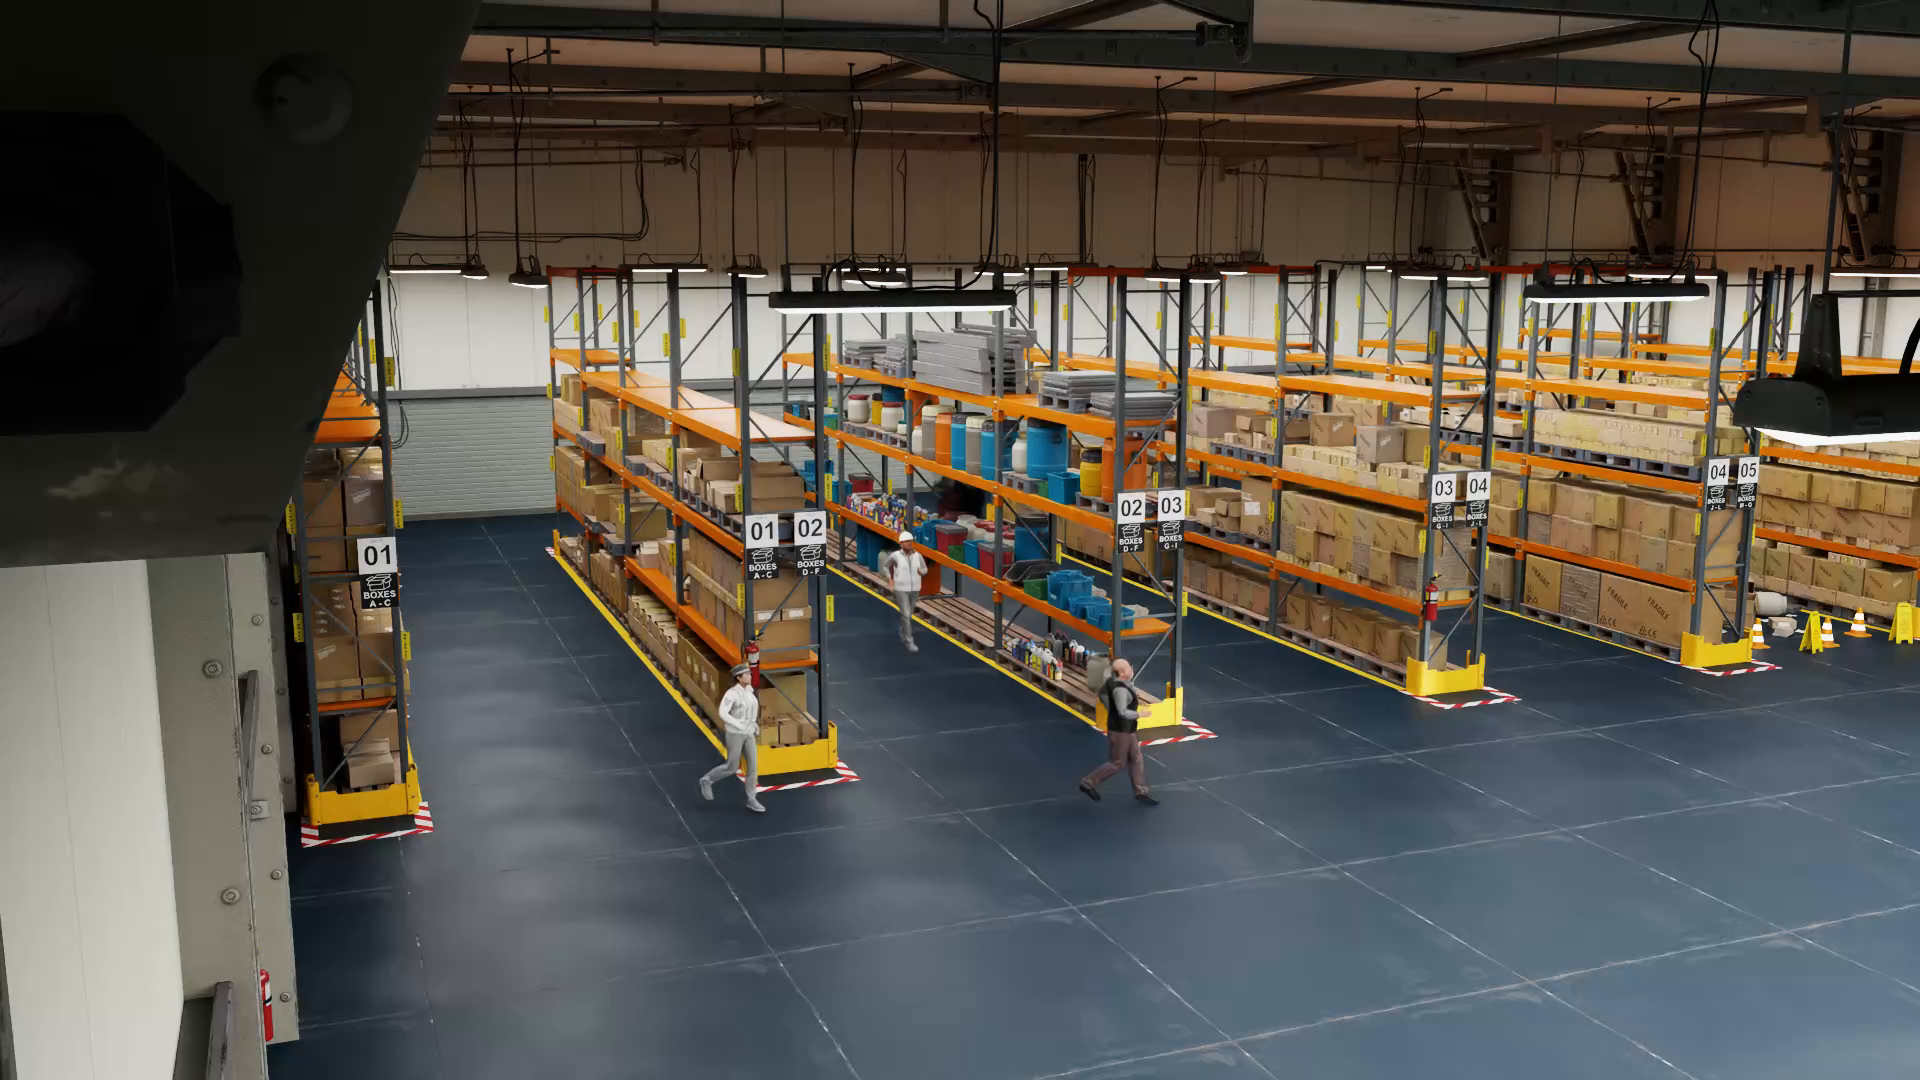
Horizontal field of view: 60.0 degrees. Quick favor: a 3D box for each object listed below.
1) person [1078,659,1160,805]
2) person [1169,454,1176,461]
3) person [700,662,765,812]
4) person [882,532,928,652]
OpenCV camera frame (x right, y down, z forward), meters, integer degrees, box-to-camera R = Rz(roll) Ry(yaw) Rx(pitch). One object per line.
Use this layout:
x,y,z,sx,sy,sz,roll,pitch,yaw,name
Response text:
1.835,2.206,19.018,0.953,1.738,0.670,0,10,1,person
5.398,-1.631,41.319,0.530,1.635,0.640,-6,12,-31,person
-2.504,2.219,19.112,0.893,1.651,0.674,6,12,31,person
-0.796,0.773,25.342,0.655,1.805,0.898,-5,11,-27,person
